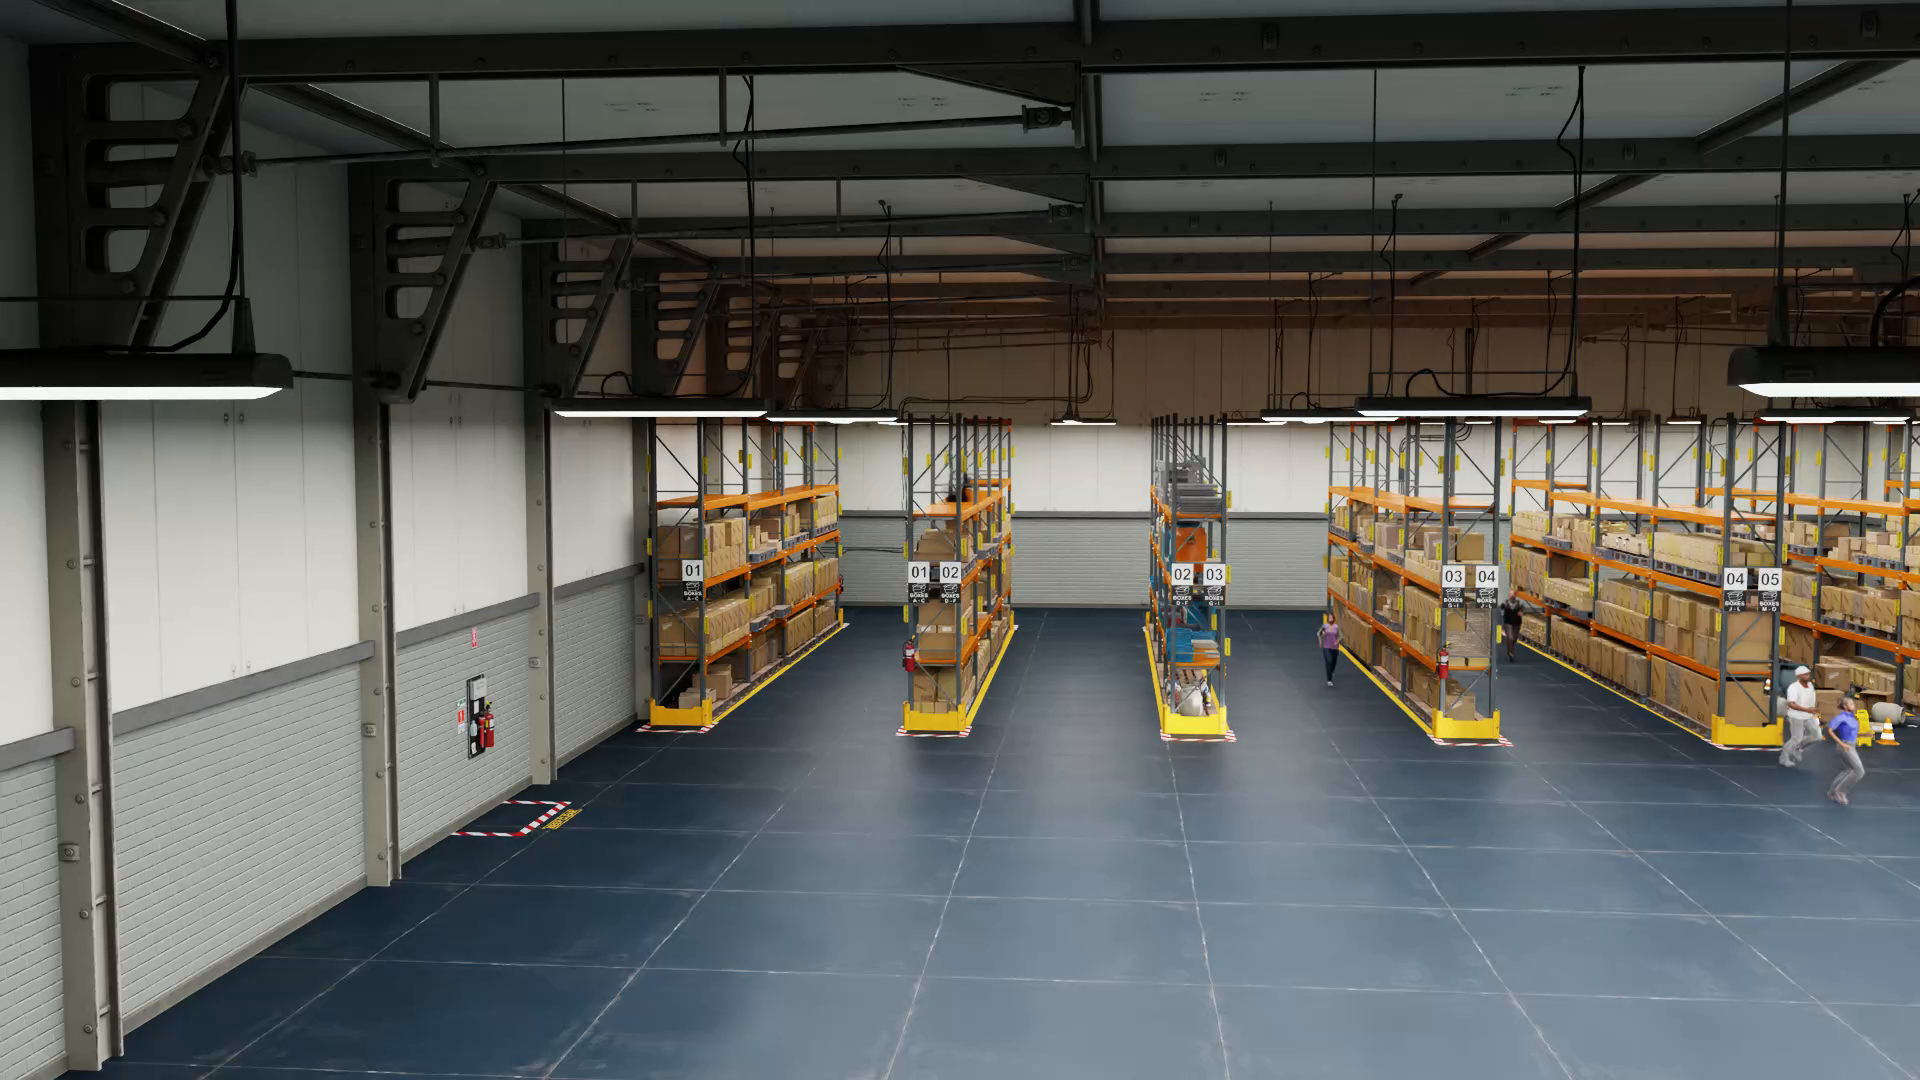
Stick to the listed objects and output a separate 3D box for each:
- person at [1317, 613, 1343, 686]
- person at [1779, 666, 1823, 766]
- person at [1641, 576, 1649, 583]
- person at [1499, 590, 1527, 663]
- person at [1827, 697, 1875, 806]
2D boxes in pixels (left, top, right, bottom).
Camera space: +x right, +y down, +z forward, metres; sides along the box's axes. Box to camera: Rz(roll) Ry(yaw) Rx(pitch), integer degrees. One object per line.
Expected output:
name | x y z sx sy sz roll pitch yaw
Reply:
person | 8.271 2.422 37.147 0.559 1.586 0.855 1 4 8
person | 14.196 2.969 27.975 0.726 1.715 0.743 -2 4 -25
person | 19.407 1.749 47.079 0.741 1.642 0.510 0 4 3
person | 13.625 2.105 40.956 0.641 1.749 0.892 1 4 8
person | 13.516 3.208 25.240 0.616 1.649 0.559 3 5 40
